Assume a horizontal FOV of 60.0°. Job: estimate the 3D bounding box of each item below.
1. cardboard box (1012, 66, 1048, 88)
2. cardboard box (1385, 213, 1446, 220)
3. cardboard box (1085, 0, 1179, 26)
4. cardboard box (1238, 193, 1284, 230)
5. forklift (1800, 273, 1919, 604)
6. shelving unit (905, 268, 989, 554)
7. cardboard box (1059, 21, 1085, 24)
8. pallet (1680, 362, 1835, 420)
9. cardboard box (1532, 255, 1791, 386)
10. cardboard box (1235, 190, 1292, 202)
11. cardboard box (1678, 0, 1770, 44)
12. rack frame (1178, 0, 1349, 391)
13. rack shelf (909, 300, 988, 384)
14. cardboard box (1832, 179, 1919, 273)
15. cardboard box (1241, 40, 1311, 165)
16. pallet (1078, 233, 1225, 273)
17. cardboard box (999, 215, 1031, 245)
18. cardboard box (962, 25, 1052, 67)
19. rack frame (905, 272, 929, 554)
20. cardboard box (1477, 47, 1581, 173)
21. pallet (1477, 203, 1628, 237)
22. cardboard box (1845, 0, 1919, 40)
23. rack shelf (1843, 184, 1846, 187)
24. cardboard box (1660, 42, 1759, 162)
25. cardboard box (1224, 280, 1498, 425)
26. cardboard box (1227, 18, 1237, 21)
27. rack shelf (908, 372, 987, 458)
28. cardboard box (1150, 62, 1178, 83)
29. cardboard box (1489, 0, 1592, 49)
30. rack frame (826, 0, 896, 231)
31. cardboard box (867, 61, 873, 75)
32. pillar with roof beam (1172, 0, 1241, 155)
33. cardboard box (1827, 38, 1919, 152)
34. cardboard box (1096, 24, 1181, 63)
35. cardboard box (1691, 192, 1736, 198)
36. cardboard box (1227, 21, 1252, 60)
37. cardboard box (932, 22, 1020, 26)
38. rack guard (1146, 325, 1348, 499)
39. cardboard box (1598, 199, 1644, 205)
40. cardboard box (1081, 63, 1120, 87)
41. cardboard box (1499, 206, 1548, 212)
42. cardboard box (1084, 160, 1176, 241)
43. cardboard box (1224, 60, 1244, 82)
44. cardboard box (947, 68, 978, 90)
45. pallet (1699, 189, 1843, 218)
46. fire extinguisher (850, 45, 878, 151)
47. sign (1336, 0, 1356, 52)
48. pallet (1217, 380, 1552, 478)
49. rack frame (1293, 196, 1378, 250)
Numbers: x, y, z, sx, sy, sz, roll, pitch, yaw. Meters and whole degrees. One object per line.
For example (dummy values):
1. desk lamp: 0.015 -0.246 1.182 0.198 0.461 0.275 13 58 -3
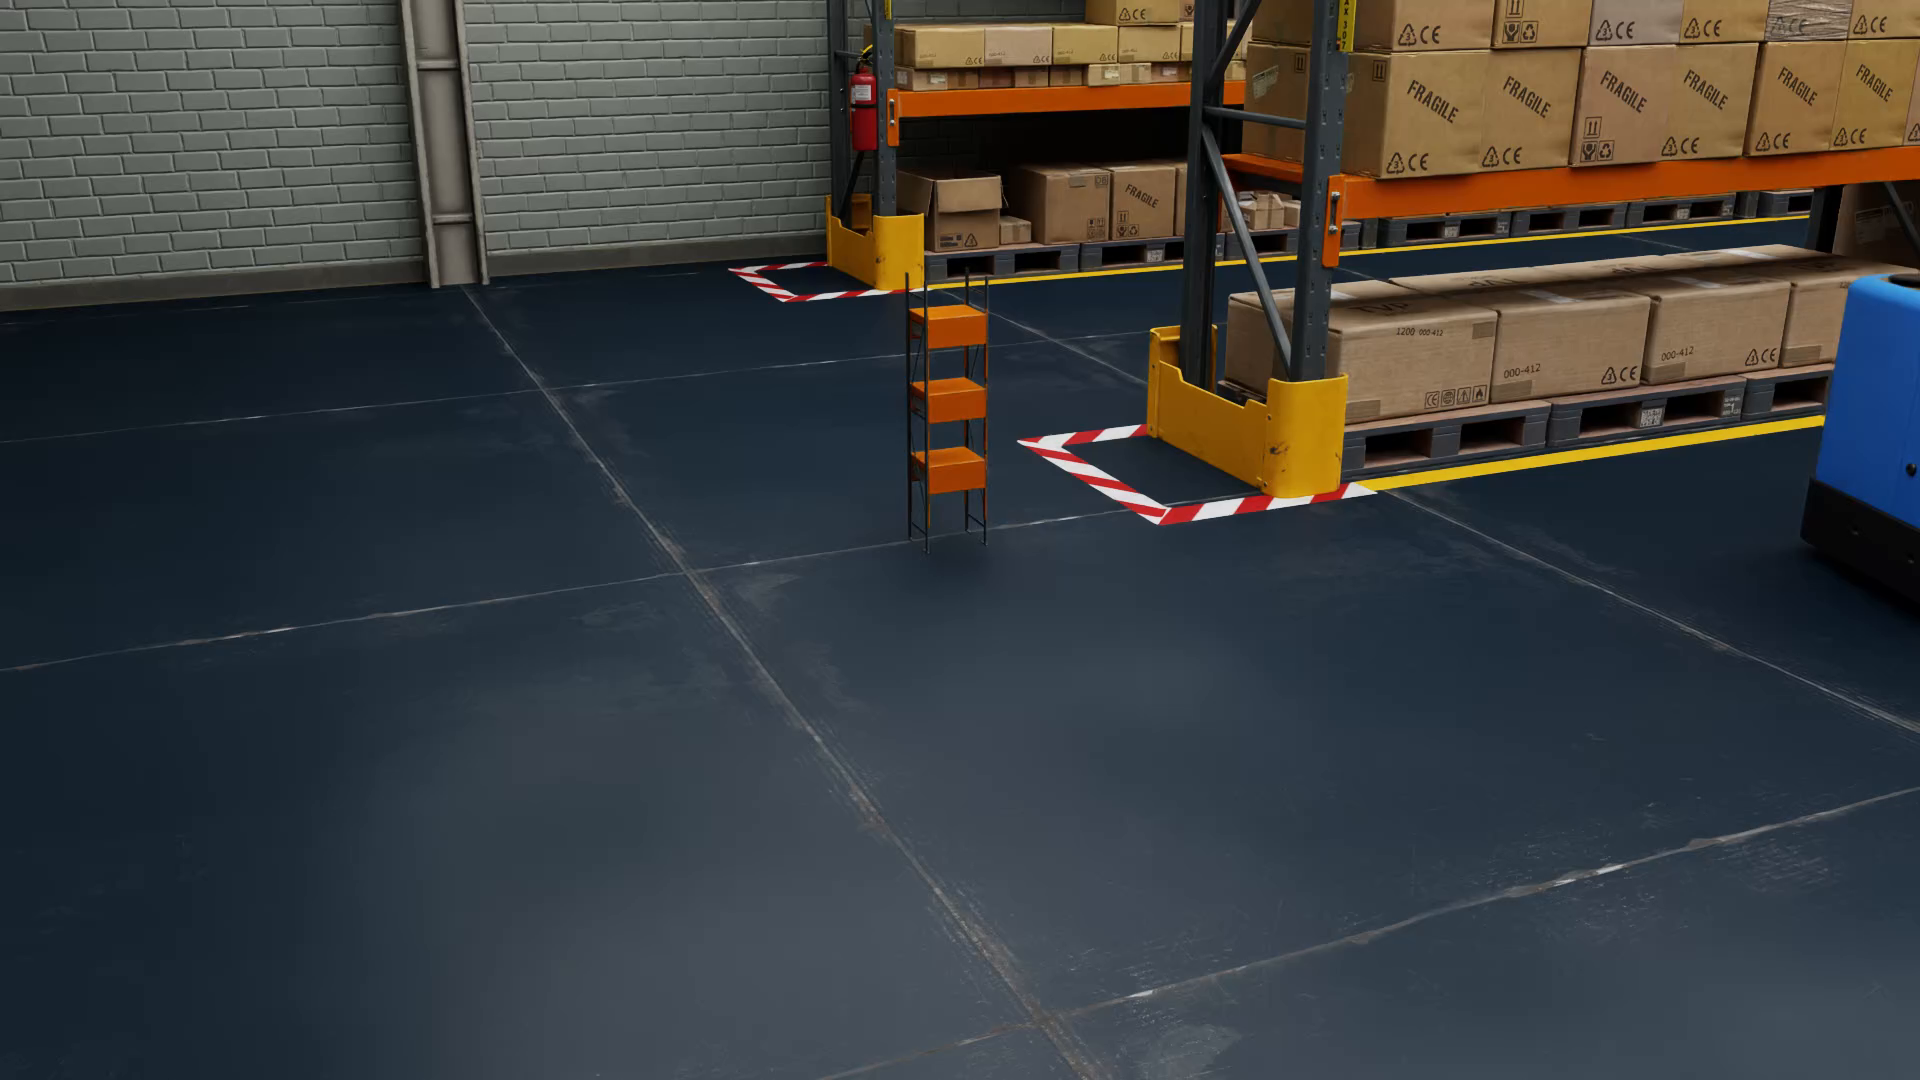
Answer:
1. cardboard box: 0.425 -3.247 11.607 0.250 0.149 0.380 -7 21 -20
2. cardboard box: 3.522 -2.839 13.201 0.500 0.500 0.500 -7 21 -20
3. cardboard box: 1.216 -3.897 11.723 0.500 0.500 0.500 -8 21 -21
4. cardboard box: 2.265 -2.524 12.658 0.258 0.266 0.396 -7 21 -20
5. forklift: 4.752 -1.237 5.621 3.031 2.935 1.130 -2 20 -7
6. shelving unit: -0.049 -0.488 6.328 0.252 1.050 0.215 -8 21 -22
7. cardboard box: 1.044 -3.710 12.320 0.500 0.250 0.500 -8 21 -22
8. pallet: 4.229 -0.921 8.819 1.213 0.211 1.003 -8 21 -22
9. cardboard box: 3.517 -1.134 8.451 0.875 0.438 0.875 -9 21 -24
10. cardboard box: 2.288 -2.740 13.204 0.500 0.311 0.500 -7 21 -20
11. cardboard box: 3.238 -2.487 7.413 0.500 0.500 0.500 -8 21 -22
12. rack frame: 1.285 -1.786 7.078 0.127 3.000 1.000 -8 21 -22
13. rack shelf: -0.049 -0.746 6.237 0.240 0.259 0.215 -8 21 -22
14. cardboard box: 5.496 -1.614 9.156 0.875 0.875 0.875 -7 21 -20
15. cardboard box: 1.623 -1.977 7.470 0.500 0.500 0.500 -8 21 -22
16. pallet: 1.236 -2.258 12.618 1.213 0.211 1.003 -8 21 -22
17. cardboard box: 0.320 -2.248 12.050 0.250 0.149 0.380 -9 21 -24
18. cardboard box: 0.302 -3.413 11.475 0.500 0.250 0.500 -8 21 -21
19. rack frame: -0.161 -0.472 6.282 0.008 1.050 0.200 -8 21 -22
20. cardboard box: 2.293 -1.884 7.205 0.500 0.500 0.500 -8 21 -23
21. pallet: 4.842 -2.790 14.129 1.213 0.211 1.003 -8 21 -22
22. cardboard box: 4.165 -2.620 7.791 0.500 0.500 0.500 -8 21 -23
23. rack shelf: 6.794 -2.236 9.439 4.000 0.370 1.077 -8 21 -22
24. cardboard box: 3.221 -2.016 7.581 0.500 0.500 0.500 -7 21 -20
25. cardboard box: 1.852 -0.893 7.767 0.875 0.438 0.875 -9 21 -24
26. cardboard box: 1.969 -3.844 12.701 0.500 0.250 0.500 -8 21 -22
27. rack shelf: -0.049 -0.478 6.331 0.240 0.259 0.215 -8 21 -22
28. cardboard box: 1.372 -3.390 12.012 0.250 0.149 0.380 -8 21 -22
29. cardboard box: 2.310 -2.351 7.027 0.500 0.500 0.500 -9 21 -23
30. rack frame: -0.684 -3.299 11.375 0.127 3.000 1.000 -8 21 -22
31. cardboard box: -0.486 -3.306 11.773 0.250 0.149 0.380 -8 21 -23
32. pillar with roof beam: 3.697 -5.525 8.665 0.400 9.000 9.100 -8 21 -22
33. cardboard box: 4.163 -2.151 7.964 0.500 0.500 0.500 -9 21 -23
34. cardboard box: 1.227 -3.554 11.877 0.500 0.250 0.500 -9 21 -23
35. cardboard box: 6.358 -3.249 14.365 0.500 0.500 0.500 -8 21 -20
36. cardboard box: 2.163 -3.683 12.244 0.500 0.250 0.500 -8 21 -22
37. cardboard box: 0.107 -3.578 11.944 0.500 0.250 0.500 -8 21 -22
38. rack guard: 1.263 -0.604 7.484 0.348 0.500 1.175 -8 21 -22
39. cardboard box: 5.415 -3.117 13.990 0.500 0.500 0.500 -7 21 -20
40. cardboard box: 0.929 -3.294 11.740 0.250 0.149 0.380 -9 21 -23
41. cardboard box: 4.467 -2.977 13.591 0.500 0.500 0.500 -9 21 -24
42. cardboard box: 1.240 -2.509 12.264 0.500 0.500 0.500 -8 21 -21
43. cardboard box: 1.861 -3.437 12.145 0.250 0.149 0.380 -8 21 -23
44. cardboard box: -0.059 -3.188 11.437 0.250 0.149 0.380 -8 21 -21
45. pallet: 7.433 -3.133 15.101 1.213 0.211 1.003 -8 21 -22
46. fire extinguisher: -0.636 -2.926 10.995 0.183 0.674 0.296 -8 21 -22
47. sign: 1.500 -2.062 6.438 0.005 0.325 0.100 -8 21 -22
48. pallet: 1.988 -0.600 7.907 1.213 0.211 1.003 -8 21 -22
49. rack frame: 2.988 -3.825 12.870 0.127 3.000 1.000 -8 21 -22
